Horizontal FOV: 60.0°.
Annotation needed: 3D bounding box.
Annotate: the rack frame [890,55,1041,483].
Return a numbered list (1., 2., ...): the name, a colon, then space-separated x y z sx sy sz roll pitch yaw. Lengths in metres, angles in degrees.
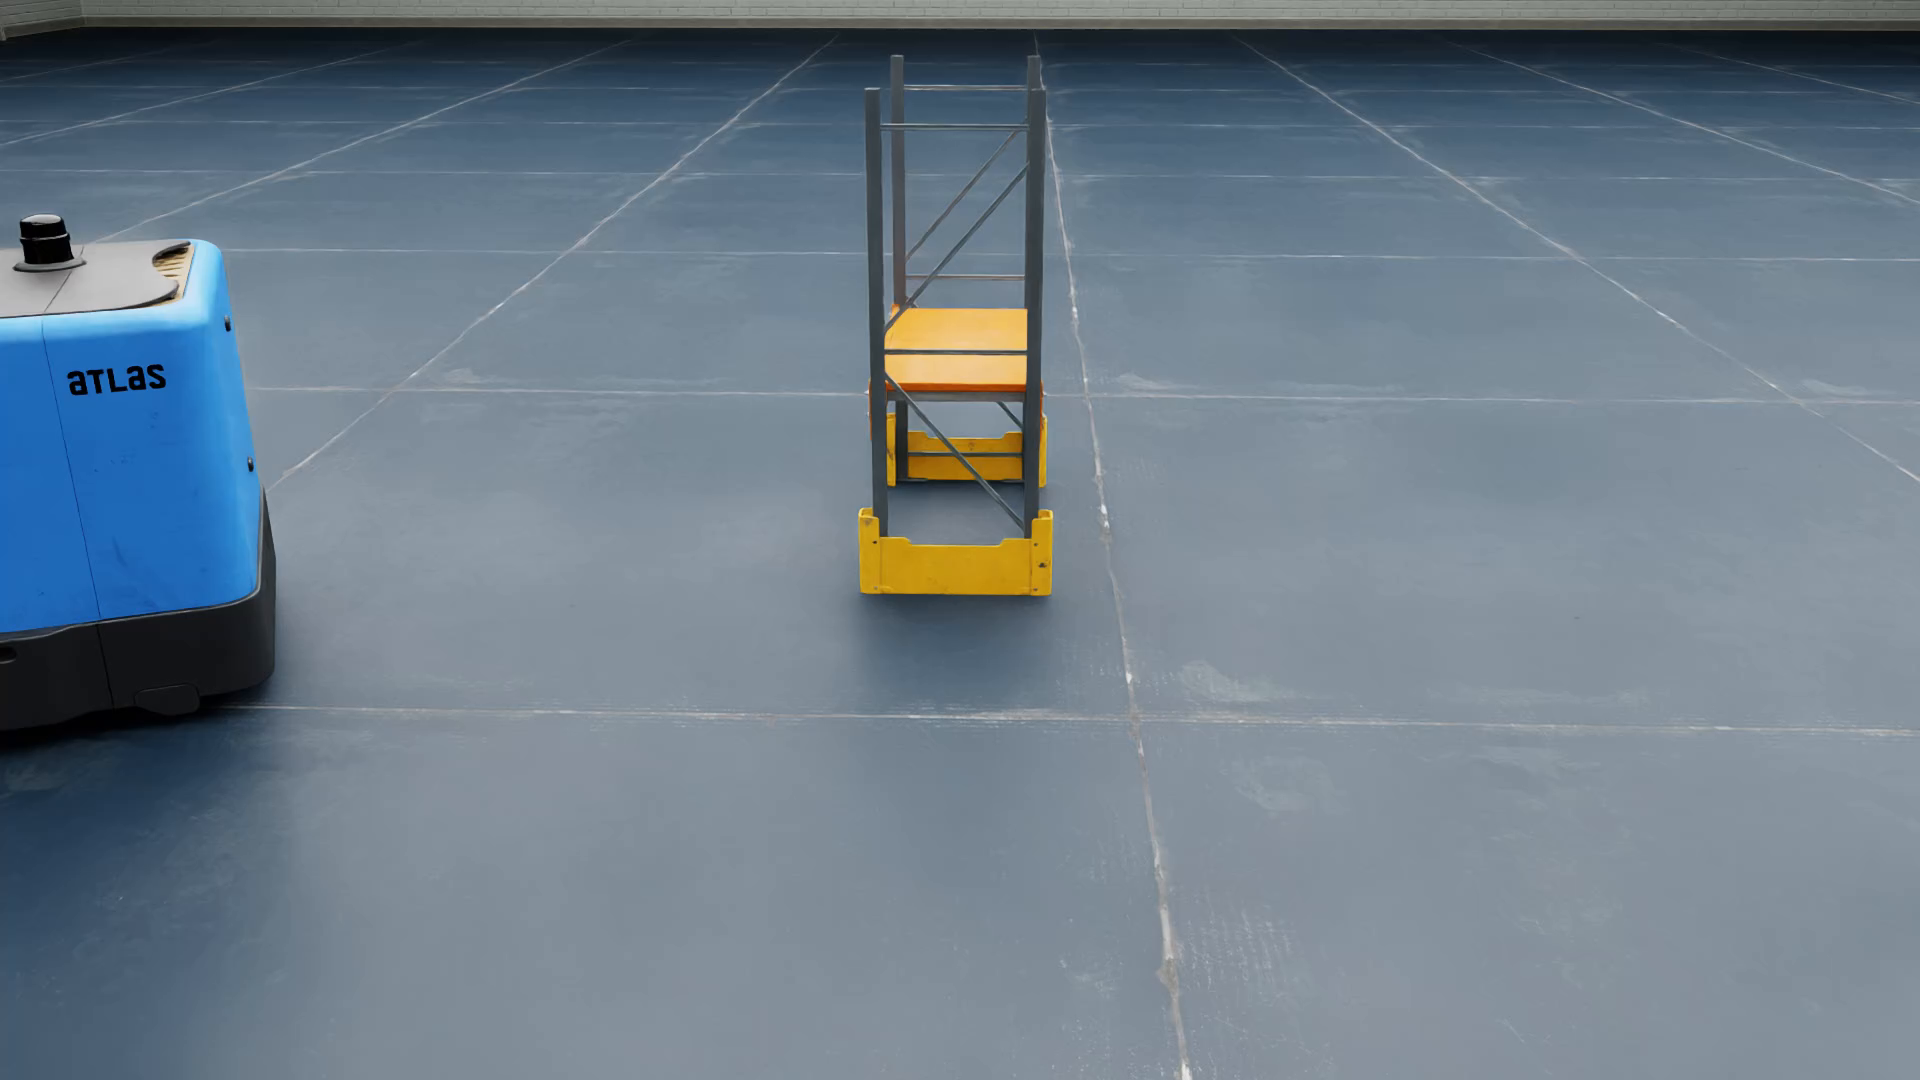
1. rack frame: 0.018 -0.914 5.811 0.500 1.500 0.032 1 21 2

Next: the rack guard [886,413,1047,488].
1. rack guard: 0.017 -0.324 6.019 0.587 0.250 0.087 1 21 2

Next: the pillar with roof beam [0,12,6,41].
1. pillar with roof beam: -9.910 -11.442 22.577 9.100 9.000 0.400 1 21 2

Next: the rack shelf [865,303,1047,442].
1. rack shelf: 0.003 -0.562 5.402 0.538 0.185 1.000 1 21 2

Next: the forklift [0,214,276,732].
1. forklift: -3.395 -0.901 3.800 3.031 2.935 1.130 -8 23 -19

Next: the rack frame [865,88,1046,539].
1. rack frame: -0.013 -0.546 4.863 0.500 1.500 0.032 1 21 2

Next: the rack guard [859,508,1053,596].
1. rack guard: -0.013 0.036 5.091 0.587 0.250 0.087 1 21 2

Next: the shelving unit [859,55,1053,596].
1. shelving unit: 0.002 -0.727 5.329 0.587 1.500 1.083 1 21 2
